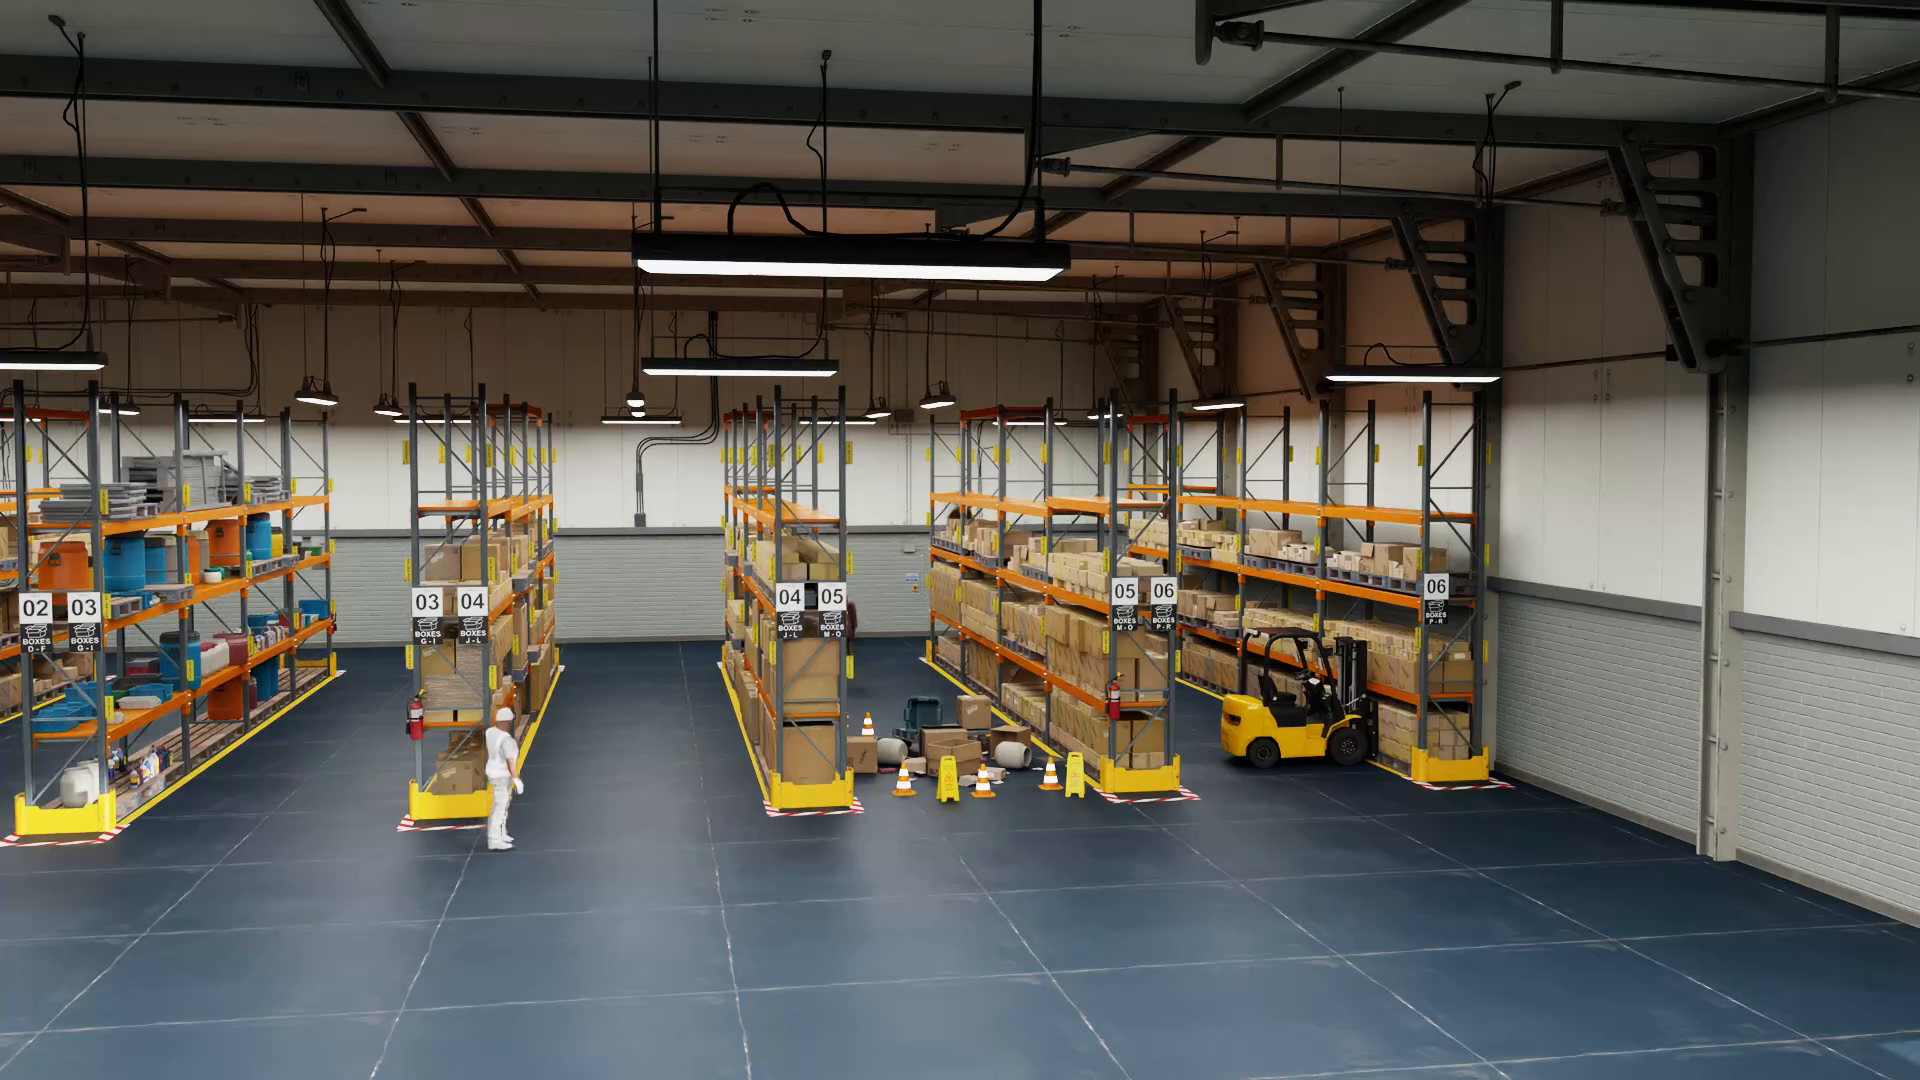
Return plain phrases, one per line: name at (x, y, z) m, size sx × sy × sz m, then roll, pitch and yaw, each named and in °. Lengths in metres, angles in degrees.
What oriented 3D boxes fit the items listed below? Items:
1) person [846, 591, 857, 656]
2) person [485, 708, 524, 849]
person at (-2.571, 1.966, 36.991) m, size 0.565 × 1.812 × 0.665 m, roll -1°, pitch 3°, yaw -21°
person at (-5.867, 3.044, 21.285) m, size 0.459 × 1.822 × 0.663 m, roll -2°, pitch 3°, yaw -28°
